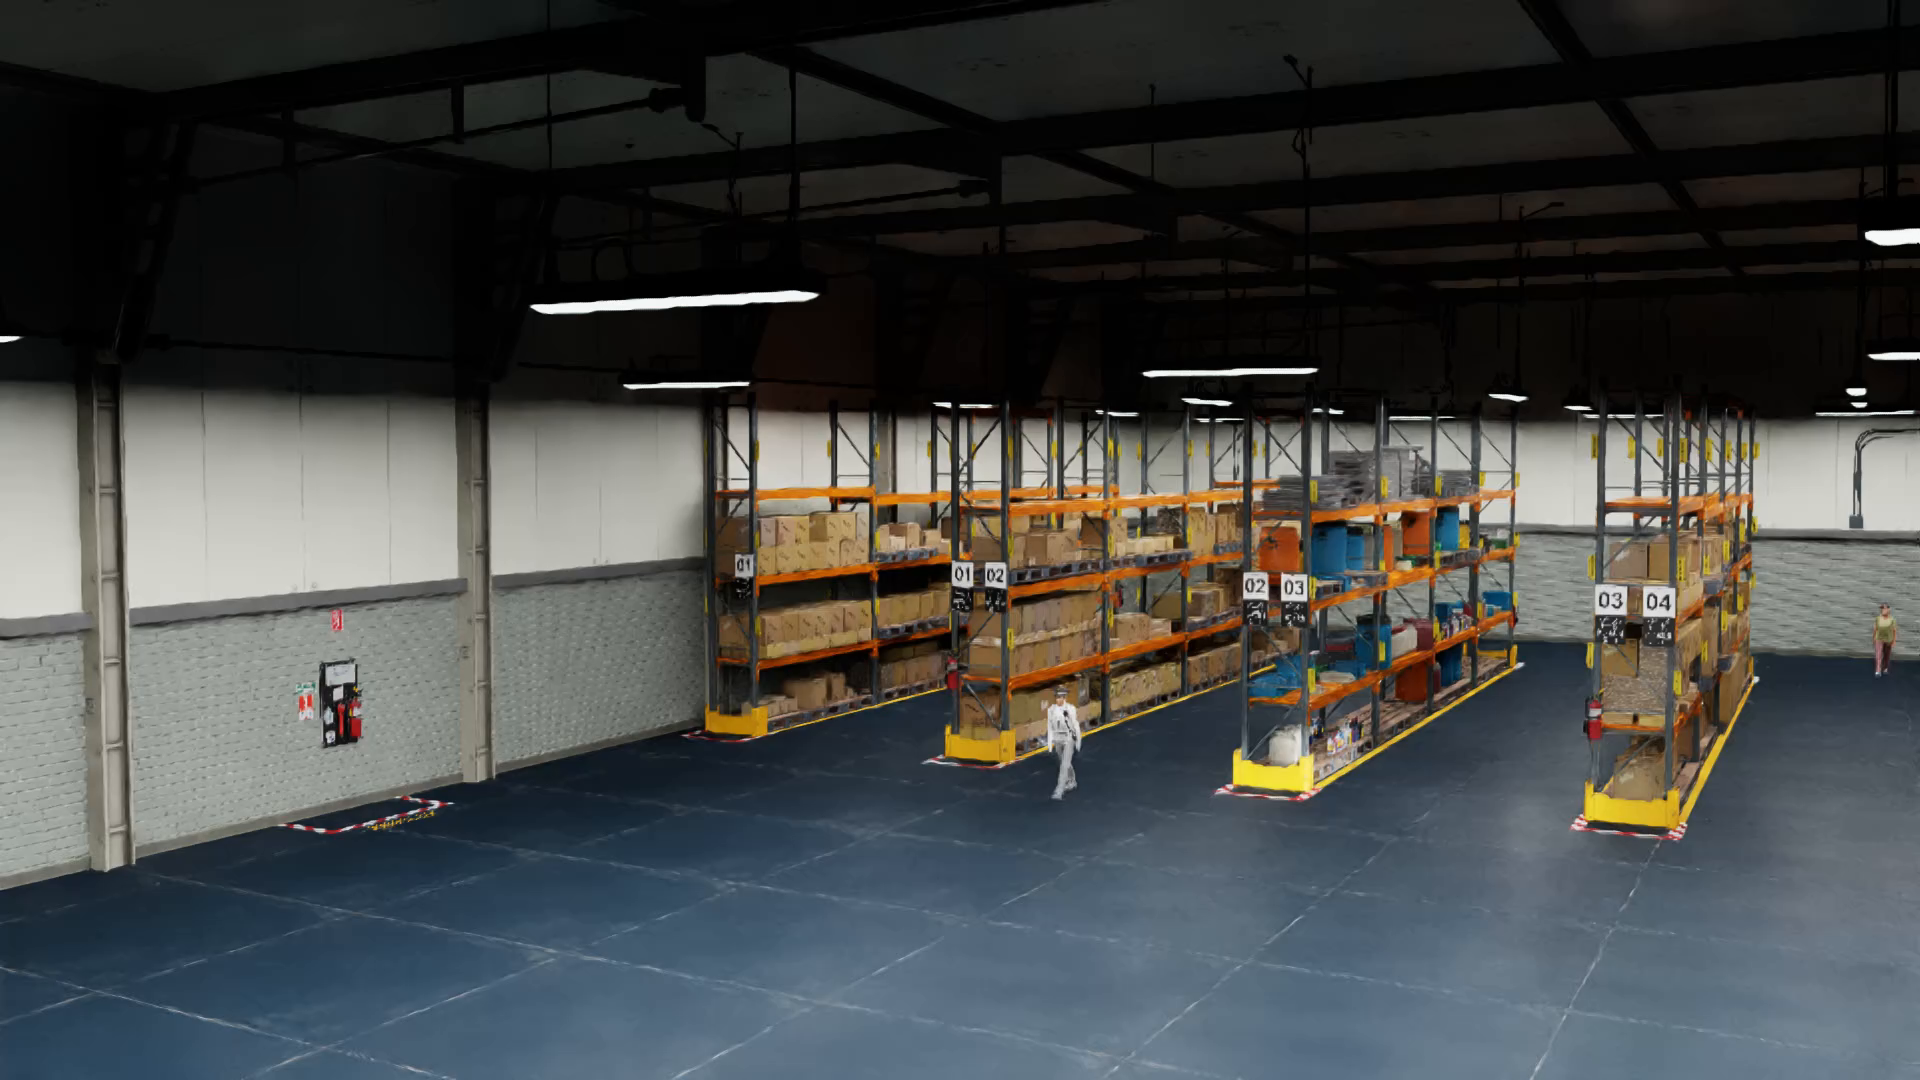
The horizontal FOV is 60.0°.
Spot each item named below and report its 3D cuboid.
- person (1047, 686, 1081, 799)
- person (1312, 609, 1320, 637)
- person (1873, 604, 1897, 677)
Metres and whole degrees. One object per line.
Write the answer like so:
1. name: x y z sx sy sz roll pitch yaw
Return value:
1. person: 1.467 2.890 24.009 0.495 1.589 1.086 2 4 31
2. person: 9.374 1.799 44.288 0.608 1.610 0.790 0 3 9
3. person: 20.462 2.204 36.776 0.446 1.591 1.110 2 3 26
